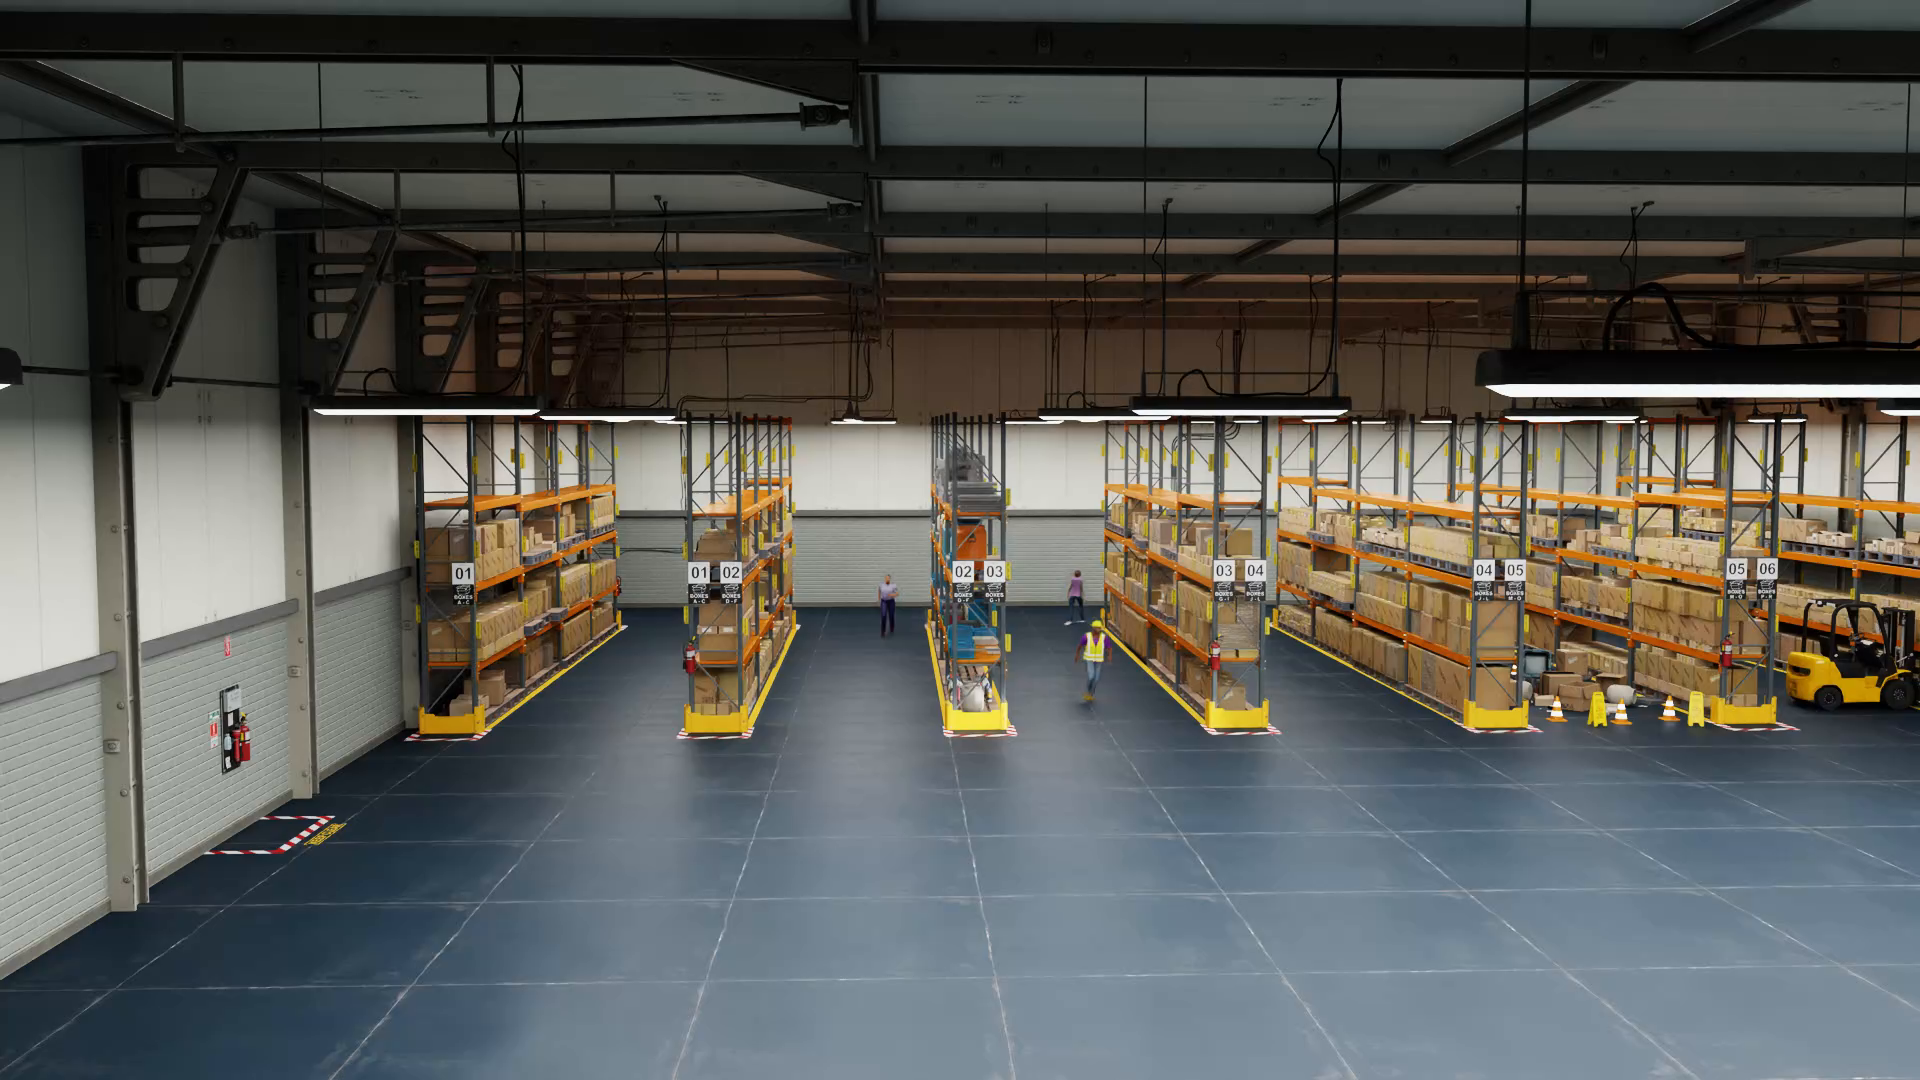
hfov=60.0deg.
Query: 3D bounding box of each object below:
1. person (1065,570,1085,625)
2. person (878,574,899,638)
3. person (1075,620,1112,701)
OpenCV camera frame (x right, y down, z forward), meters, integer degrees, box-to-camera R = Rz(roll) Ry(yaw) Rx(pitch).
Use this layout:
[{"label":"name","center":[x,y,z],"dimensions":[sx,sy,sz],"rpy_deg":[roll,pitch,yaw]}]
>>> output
[{"label":"person","center":[3.331,1.662,48.256],"dimensions":[0.622,1.574,0.573],"rpy_deg":[0,4,-3]},{"label":"person","center":[-1.962,1.784,45.578],"dimensions":[0.594,1.695,0.808],"rpy_deg":[0,4,3]},{"label":"person","center":[2.799,2.505,34.434],"dimensions":[0.680,1.708,0.821],"rpy_deg":[-1,4,-11]}]
